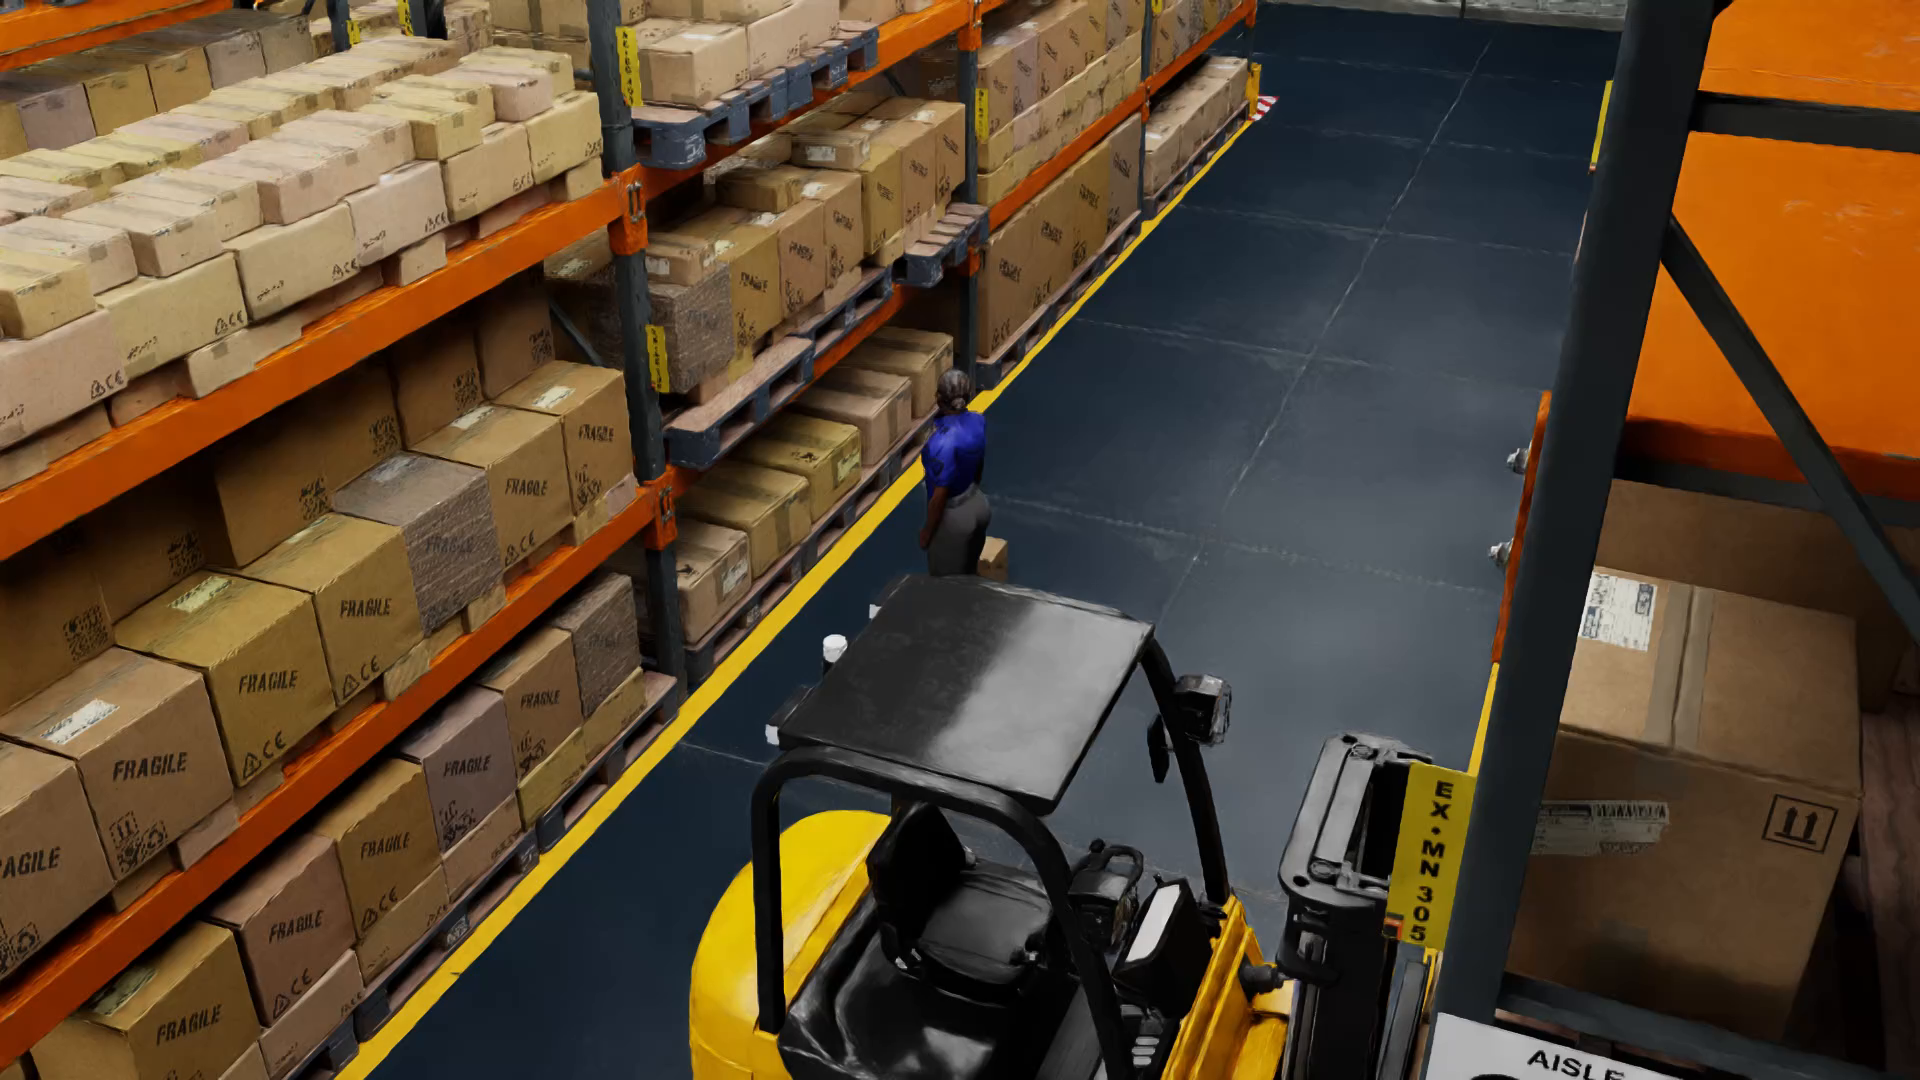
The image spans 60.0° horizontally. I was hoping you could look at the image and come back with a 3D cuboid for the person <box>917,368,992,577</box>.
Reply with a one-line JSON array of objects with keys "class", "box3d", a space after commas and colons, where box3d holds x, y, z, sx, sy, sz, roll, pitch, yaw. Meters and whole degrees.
[{"class": "person", "box3d": [-0.046, -0.101, 8.562, 0.375, 1.700, 0.486, 16, 33, 25]}]
